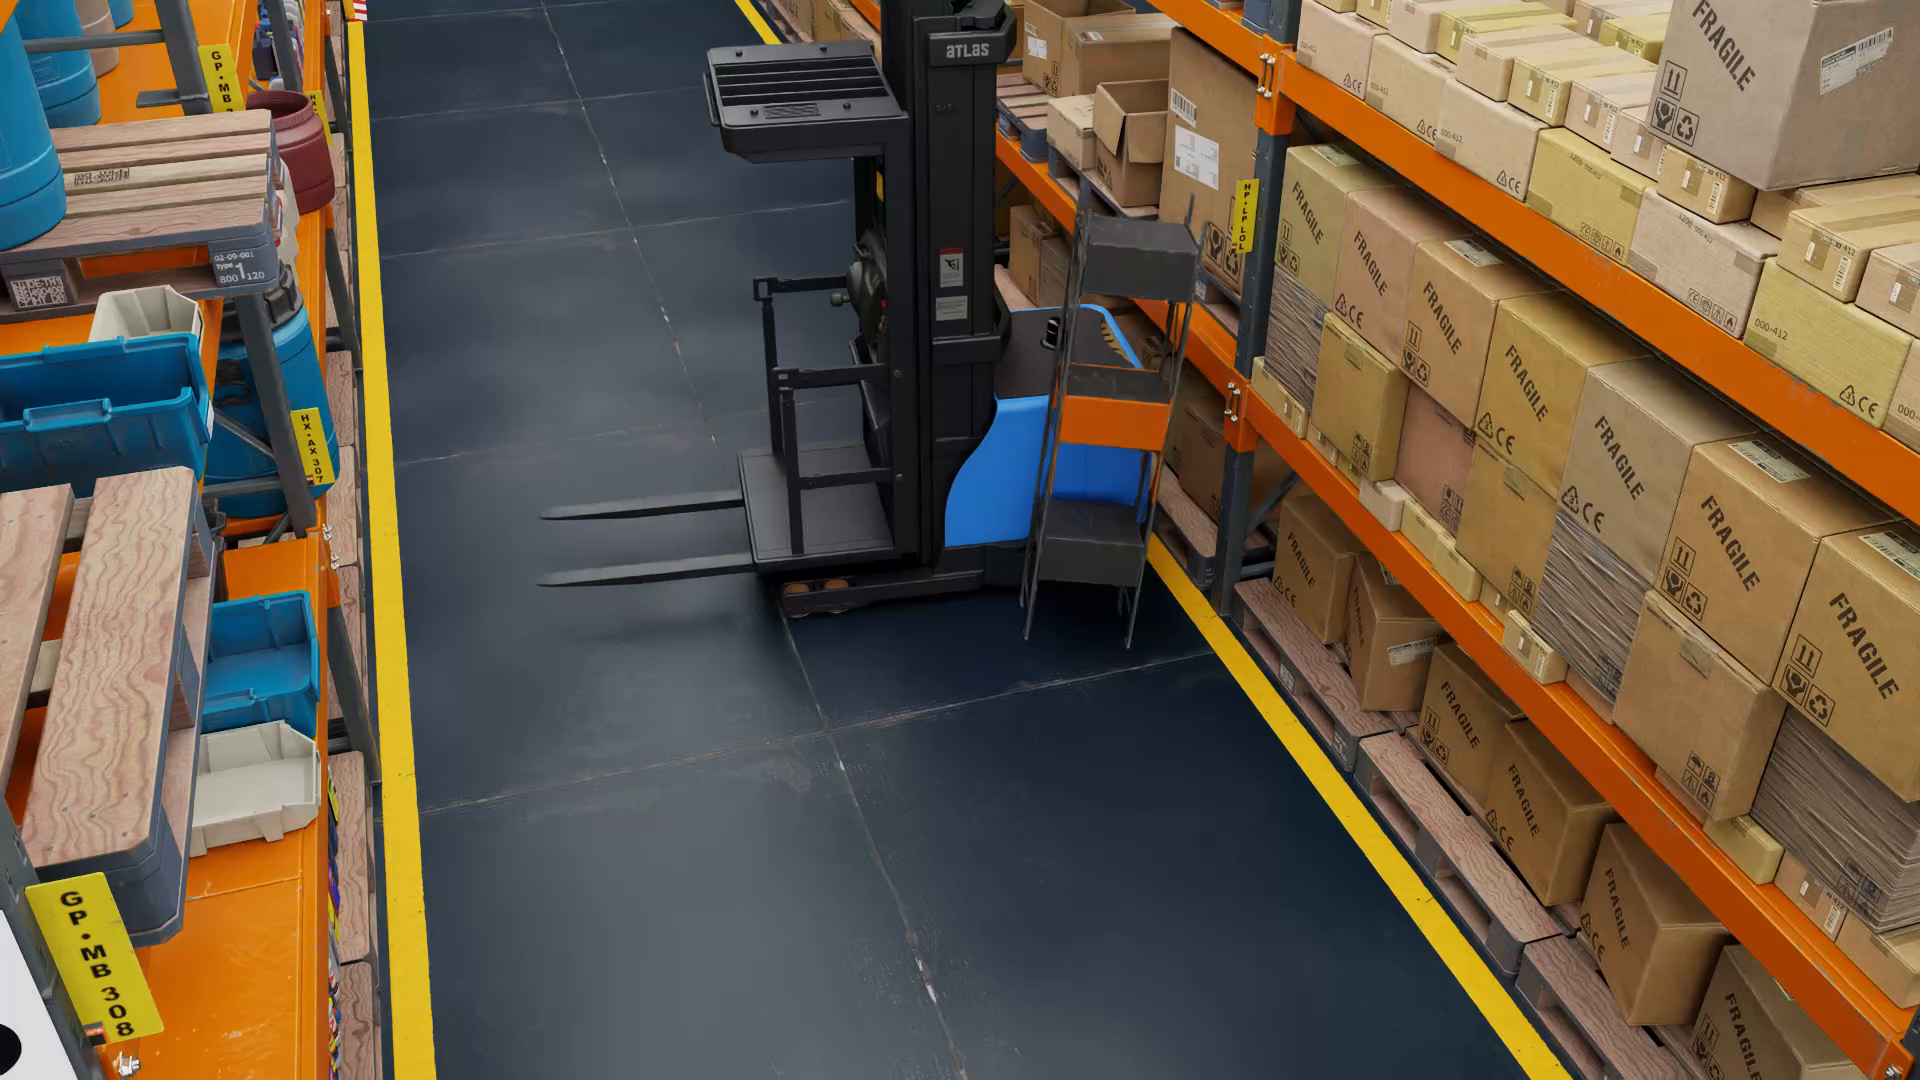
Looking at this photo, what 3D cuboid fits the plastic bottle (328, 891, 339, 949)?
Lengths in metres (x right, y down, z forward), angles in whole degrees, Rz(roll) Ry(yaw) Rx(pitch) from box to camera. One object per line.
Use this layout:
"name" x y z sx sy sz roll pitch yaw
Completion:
"plastic bottle" -2.354 1.332 6.016 0.144 0.351 0.185 -10 35 -15

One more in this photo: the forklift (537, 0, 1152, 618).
"forklift" -0.615 -1.158 7.844 3.031 2.935 1.130 -6 34 -9

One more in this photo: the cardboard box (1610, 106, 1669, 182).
"cardboard box" 2.144 -1.167 4.848 0.380 0.149 0.250 -12 35 -17

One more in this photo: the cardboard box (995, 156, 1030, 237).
"cardboard box" 0.324 -2.737 11.717 1.225 0.875 0.875 -12 35 -17

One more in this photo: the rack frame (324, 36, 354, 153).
"rack frame" -5.423 -4.349 12.611 1.000 3.000 0.127 -10 35 -15

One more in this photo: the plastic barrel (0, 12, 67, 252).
"plastic barrel" -2.781 -1.244 4.356 0.600 0.901 0.708 -10 35 -15

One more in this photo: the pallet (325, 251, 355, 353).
"pallet" -4.483 -1.493 10.818 1.003 0.211 1.213 -10 35 -15

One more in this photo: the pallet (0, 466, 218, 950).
"pallet" -1.921 0.327 2.984 1.003 0.211 1.213 -10 35 -15

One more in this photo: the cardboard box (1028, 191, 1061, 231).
"cardboard box" 0.747 -2.189 10.530 0.500 0.250 0.500 -9 34 -13

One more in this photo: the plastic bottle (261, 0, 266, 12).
"plastic bottle" -4.842 -3.656 11.678 0.097 0.271 0.097 0 33 0

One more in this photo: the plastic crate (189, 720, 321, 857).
"plastic crate" -2.246 0.771 5.102 0.530 0.136 0.437 -10 35 -15

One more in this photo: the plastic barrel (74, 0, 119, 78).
"plastic barrel" -3.544 -2.184 6.158 0.600 0.901 0.600 0 33 0

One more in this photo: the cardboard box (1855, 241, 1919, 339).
"cardboard box" 2.417 -0.612 4.009 0.380 0.149 0.250 -12 35 -17

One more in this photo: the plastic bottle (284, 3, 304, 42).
"plastic bottle" -4.688 -3.618 11.617 0.152 0.276 0.135 -10 35 -15

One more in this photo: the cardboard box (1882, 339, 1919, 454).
"cardboard box" 2.566 -0.281 3.870 0.500 0.250 0.500 -9 35 -14

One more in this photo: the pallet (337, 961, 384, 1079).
"pallet" -2.441 2.016 5.508 1.003 0.211 1.213 -10 35 -15

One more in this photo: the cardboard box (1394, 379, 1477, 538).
"cardboard box" 2.180 -0.387 6.255 0.875 0.500 0.500 -10 35 -15

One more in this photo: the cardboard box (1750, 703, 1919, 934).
"cardboard box" 2.813 0.659 4.672 0.875 0.500 0.500 -10 35 -15

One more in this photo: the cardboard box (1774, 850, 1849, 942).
"cardboard box" 2.596 0.977 4.779 0.380 0.149 0.250 -10 35 -15

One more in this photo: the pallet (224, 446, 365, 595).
"pallet" -3.635 -0.033 8.609 1.003 0.211 1.213 -10 35 -15

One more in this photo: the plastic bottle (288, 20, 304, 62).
"plastic bottle" -4.503 -3.385 11.258 0.061 0.283 0.133 -10 35 -15

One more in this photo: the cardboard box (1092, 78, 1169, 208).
"cardboard box" 1.118 -2.095 8.725 0.797 0.503 0.637 -7 34 -10

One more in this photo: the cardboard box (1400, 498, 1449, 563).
"cardboard box" 1.918 -0.062 6.350 0.380 0.149 0.250 -10 35 -15

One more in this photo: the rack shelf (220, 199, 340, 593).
"rack shelf" -3.592 -0.899 8.042 1.077 0.370 4.000 -10 35 -15

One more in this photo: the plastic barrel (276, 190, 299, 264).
"plastic barrel" -3.557 -1.571 8.305 0.421 0.512 0.421 0 33 0

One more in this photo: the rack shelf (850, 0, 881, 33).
"rack shelf" -0.096 -3.832 12.481 1.077 0.370 4.000 -10 35 -15

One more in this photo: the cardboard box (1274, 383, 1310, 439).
"cardboard box" 1.578 -0.580 7.135 0.380 0.149 0.250 -10 35 -15

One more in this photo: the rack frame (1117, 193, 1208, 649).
"rack frame" 0.906 -0.499 7.579 0.015 2.100 0.400 5 28 -4

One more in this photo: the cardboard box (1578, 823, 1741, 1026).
"cardboard box" 2.565 1.347 5.877 0.500 0.500 0.500 -1 33 -2

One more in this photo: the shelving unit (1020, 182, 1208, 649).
"shelving unit" 0.664 -0.520 7.560 0.503 2.100 0.431 5 28 -4

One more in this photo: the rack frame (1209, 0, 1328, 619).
"rack frame" 1.735 -0.982 7.515 1.000 3.000 0.127 -10 35 -15

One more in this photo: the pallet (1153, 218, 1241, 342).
"pallet" 1.640 -1.328 8.213 1.003 0.211 1.213 -10 35 -15

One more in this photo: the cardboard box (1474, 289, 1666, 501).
"cardboard box" 2.099 -0.501 5.519 0.500 0.500 0.500 -10 35 -15

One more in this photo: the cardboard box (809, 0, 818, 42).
"cardboard box" -0.831 -4.831 14.886 0.875 0.875 0.875 -10 35 -15

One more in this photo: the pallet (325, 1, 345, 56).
"pallet" -6.428 -4.847 15.893 1.003 0.211 1.213 -10 35 -15

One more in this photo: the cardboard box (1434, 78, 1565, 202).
"cardboard box" 1.936 -1.352 5.490 0.500 0.250 0.500 -11 35 -17

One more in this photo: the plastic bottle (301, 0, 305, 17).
"plastic bottle" -4.883 -3.953 12.124 0.152 0.276 0.135 -10 35 -15

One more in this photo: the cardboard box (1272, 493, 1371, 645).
"cardboard box" 1.819 0.102 7.761 0.500 0.500 0.500 -11 35 -16

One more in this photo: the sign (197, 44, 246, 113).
"sign" -2.455 -1.491 5.557 0.100 0.325 0.005 -10 35 -15

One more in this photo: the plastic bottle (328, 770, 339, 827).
"plastic bottle" -2.521 0.998 6.584 0.061 0.283 0.133 -8 34 -12

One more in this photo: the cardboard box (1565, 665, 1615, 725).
"cardboard box" 2.274 0.454 5.569 0.380 0.149 0.250 -10 35 -15

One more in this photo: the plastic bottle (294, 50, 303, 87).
"plastic bottle" -4.336 -3.096 10.821 0.061 0.283 0.133 -10 35 -15

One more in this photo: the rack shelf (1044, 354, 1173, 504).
"rack shelf" 0.662 -0.508 7.567 0.480 0.518 0.431 5 28 -4

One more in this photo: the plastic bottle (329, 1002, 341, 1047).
"plastic bottle" -2.184 1.646 5.677 0.097 0.201 0.097 0 33 0

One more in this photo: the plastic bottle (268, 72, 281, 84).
"plastic bottle" -4.235 -2.775 10.346 0.097 0.271 0.097 0 33 0

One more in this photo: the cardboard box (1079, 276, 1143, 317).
"cardboard box" 1.099 -1.289 9.848 0.700 0.500 0.500 -7 34 -11

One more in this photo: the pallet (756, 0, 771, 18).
"pallet" -1.607 -5.712 17.203 1.003 0.211 1.213 -10 35 -15

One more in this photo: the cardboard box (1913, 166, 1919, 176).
"cardboard box" 2.824 -0.968 4.548 0.380 0.149 0.250 -10 35 -15

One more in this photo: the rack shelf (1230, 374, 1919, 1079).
"rack shelf" 2.345 0.368 6.125 1.077 0.370 4.000 -10 35 -15

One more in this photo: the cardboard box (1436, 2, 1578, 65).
"cardboard box" 1.865 -1.719 5.684 0.380 0.149 0.250 -9 35 -13
